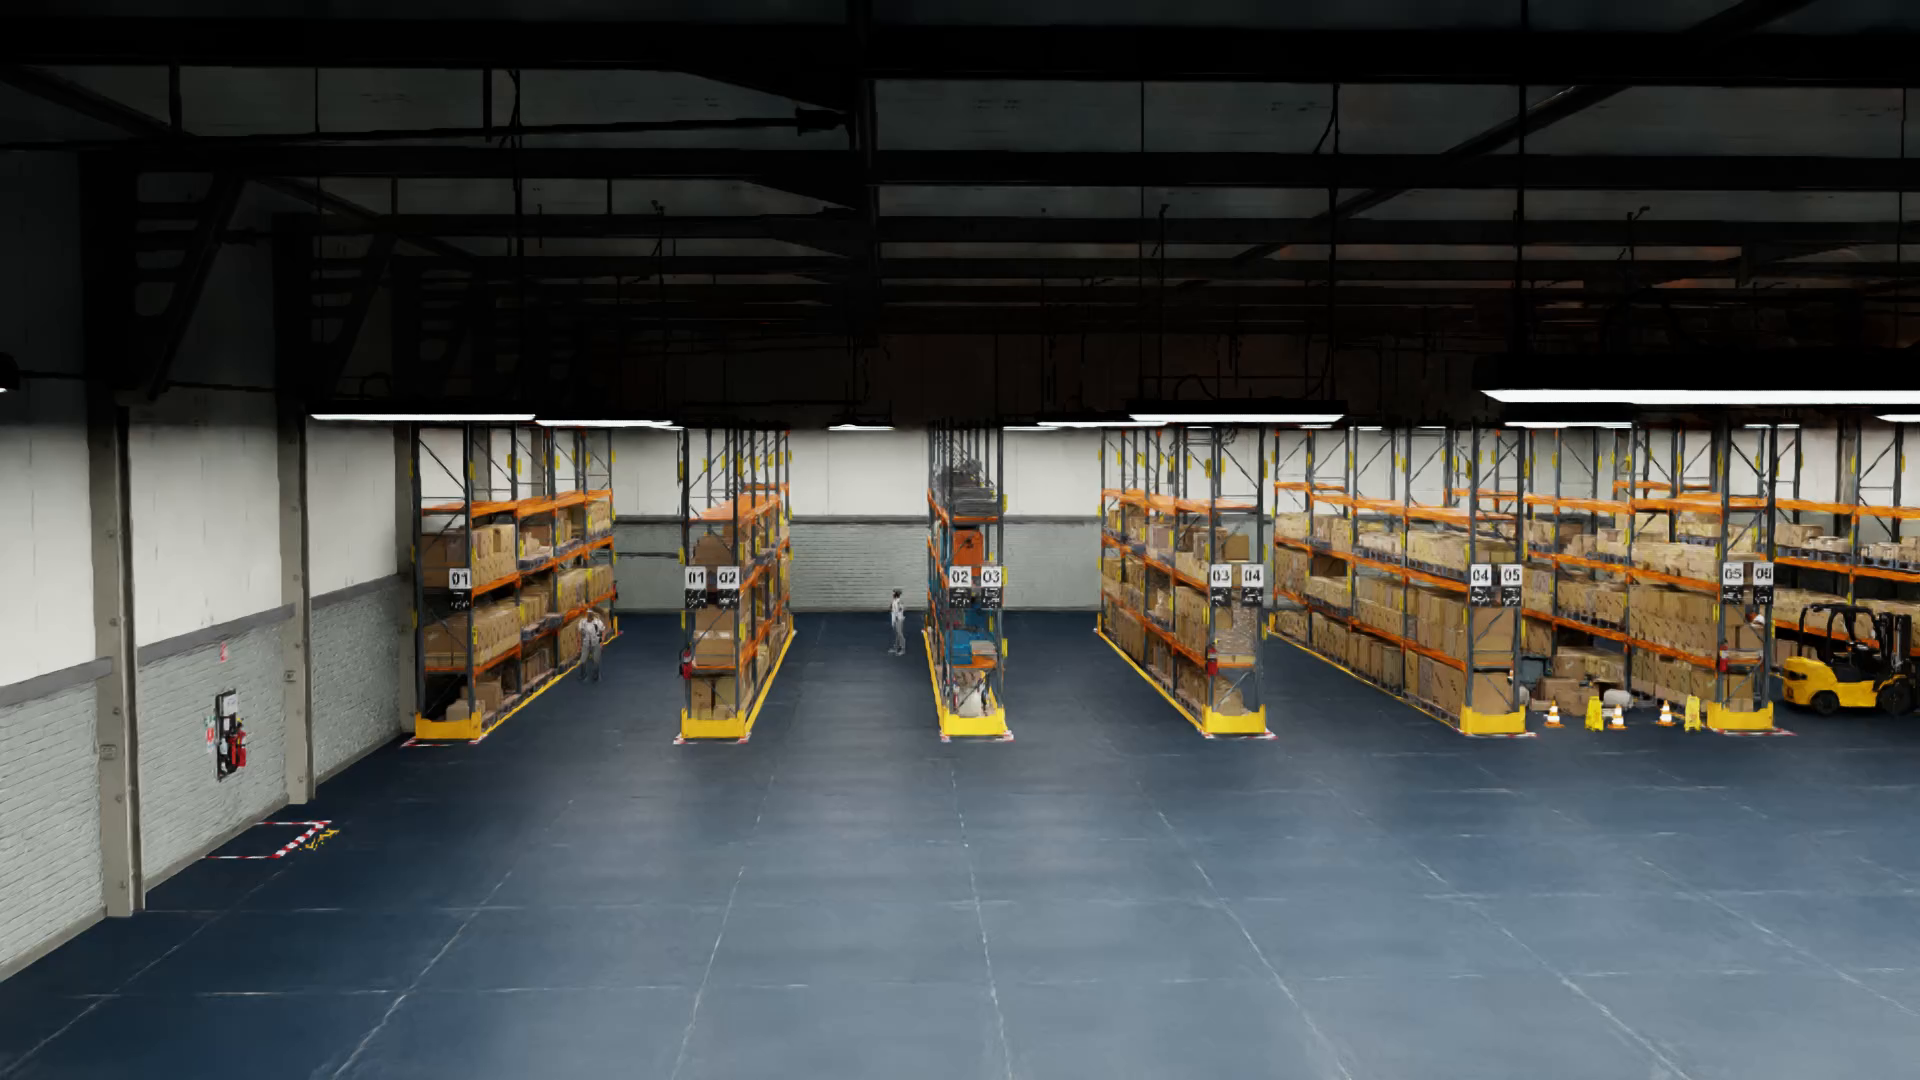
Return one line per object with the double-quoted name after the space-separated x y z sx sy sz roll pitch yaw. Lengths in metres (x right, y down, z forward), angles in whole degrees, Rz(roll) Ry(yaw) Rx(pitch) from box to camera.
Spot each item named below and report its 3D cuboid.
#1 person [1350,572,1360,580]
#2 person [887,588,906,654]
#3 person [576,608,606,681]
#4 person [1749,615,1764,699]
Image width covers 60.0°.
11.985 1.642 50.034 0.695 1.641 0.642 -4 5 -43 "person"
-1.632 2.082 42.834 0.555 1.664 0.584 1 4 12 "person"
-8.469 2.382 38.158 0.682 1.715 0.542 0 4 -5 "person"
17.110 2.494 35.770 0.541 1.770 0.613 2 4 22 "person"
